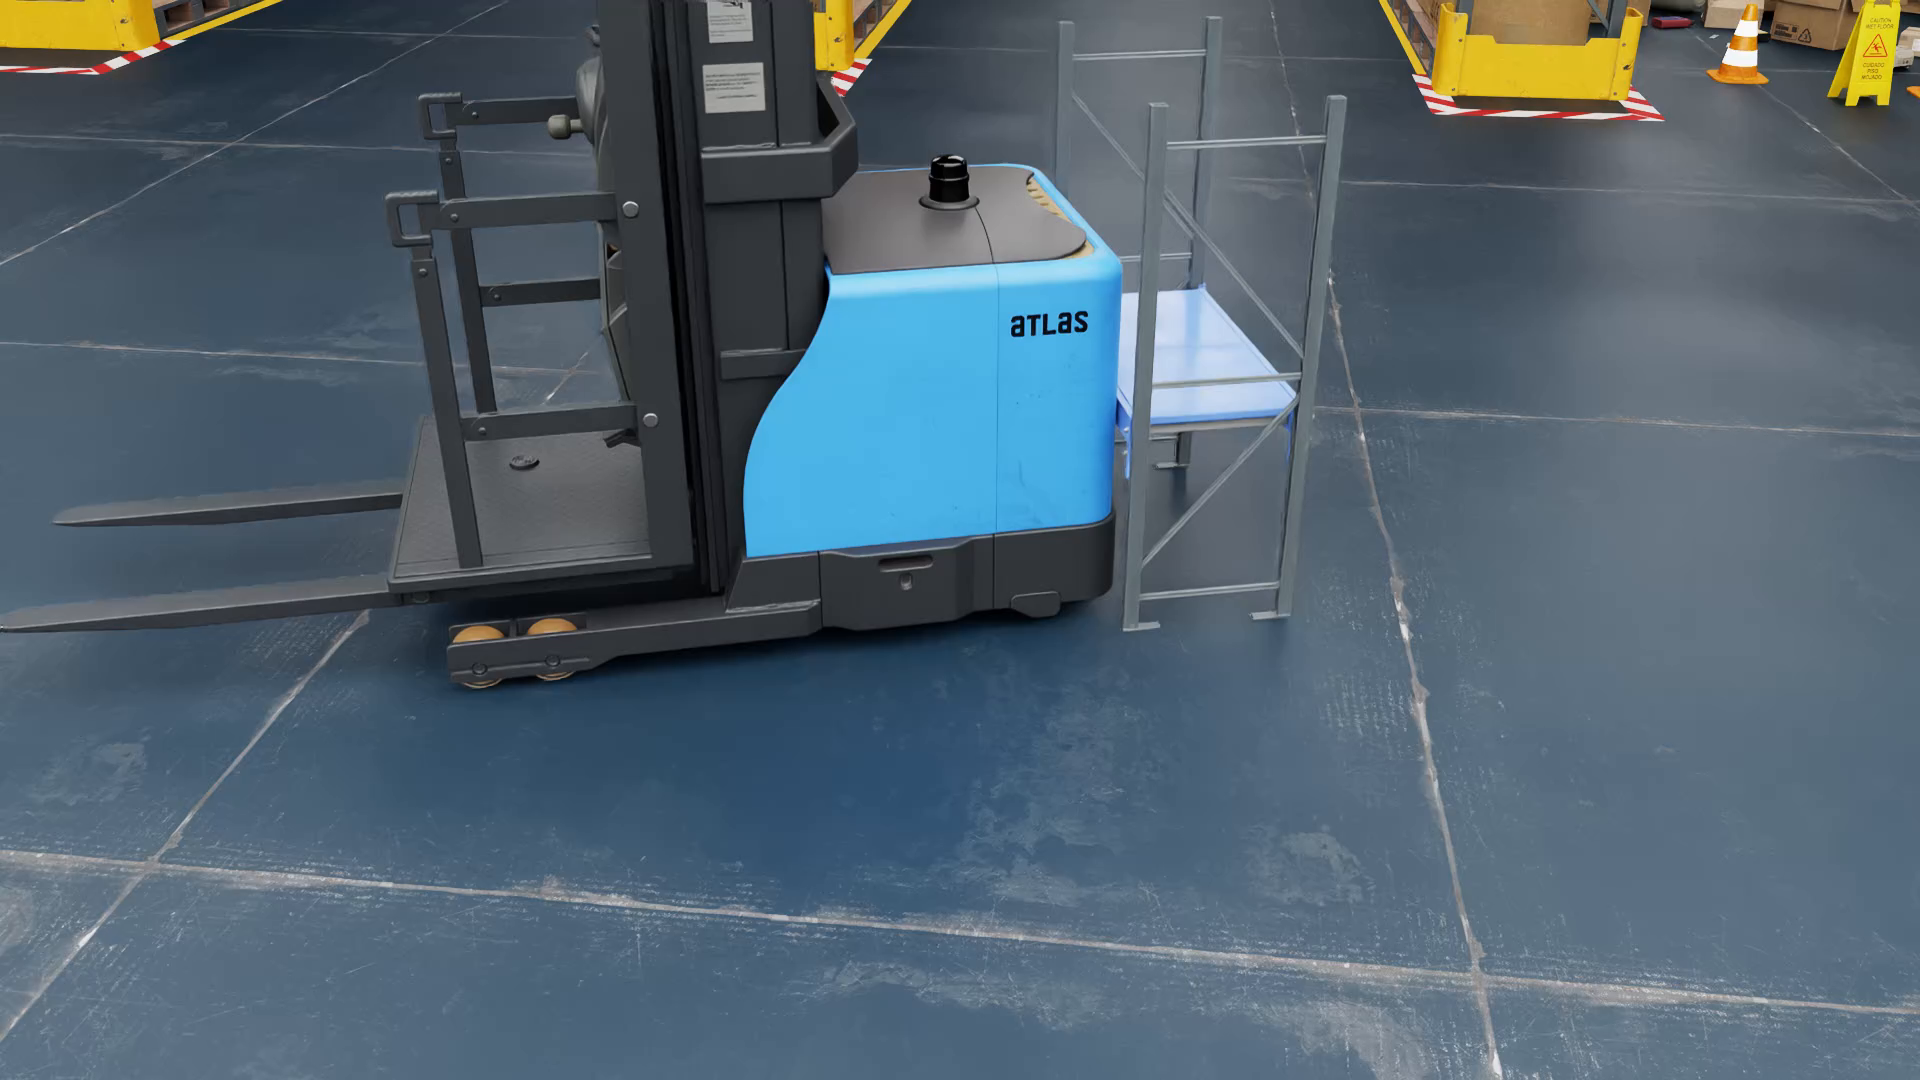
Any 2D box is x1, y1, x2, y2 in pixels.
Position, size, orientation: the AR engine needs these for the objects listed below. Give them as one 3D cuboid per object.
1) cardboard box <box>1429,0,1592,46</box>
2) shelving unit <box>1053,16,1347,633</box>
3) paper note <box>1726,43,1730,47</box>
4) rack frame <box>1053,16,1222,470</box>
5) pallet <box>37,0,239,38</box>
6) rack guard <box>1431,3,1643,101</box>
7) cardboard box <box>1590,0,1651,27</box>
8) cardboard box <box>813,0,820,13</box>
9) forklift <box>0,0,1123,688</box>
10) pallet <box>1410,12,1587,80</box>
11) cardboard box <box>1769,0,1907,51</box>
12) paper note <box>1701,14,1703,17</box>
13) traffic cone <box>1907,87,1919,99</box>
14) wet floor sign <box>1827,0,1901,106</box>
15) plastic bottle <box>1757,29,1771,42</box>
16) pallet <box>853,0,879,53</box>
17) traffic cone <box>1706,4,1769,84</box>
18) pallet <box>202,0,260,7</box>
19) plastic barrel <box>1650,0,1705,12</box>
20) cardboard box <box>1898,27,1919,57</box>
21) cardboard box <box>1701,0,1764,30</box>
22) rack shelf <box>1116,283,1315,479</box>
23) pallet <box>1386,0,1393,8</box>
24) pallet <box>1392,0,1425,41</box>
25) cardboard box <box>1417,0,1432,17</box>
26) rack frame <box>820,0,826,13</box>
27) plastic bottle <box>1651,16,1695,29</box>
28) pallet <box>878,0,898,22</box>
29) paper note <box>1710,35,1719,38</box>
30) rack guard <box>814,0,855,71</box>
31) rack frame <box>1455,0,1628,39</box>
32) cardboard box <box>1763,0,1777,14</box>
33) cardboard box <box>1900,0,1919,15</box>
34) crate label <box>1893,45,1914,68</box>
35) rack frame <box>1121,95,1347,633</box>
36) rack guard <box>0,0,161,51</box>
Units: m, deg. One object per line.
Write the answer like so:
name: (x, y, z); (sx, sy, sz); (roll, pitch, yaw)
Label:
cardboard box: (3.610, -3.739, 10.825); (0.875, 0.875, 0.875); (4, 29, 6)
shelving unit: (0.626, -0.660, 4.894); (0.538, 1.500, 1.048); (-5, 29, -8)
paper note: (5.464, -3.478, 11.676); (0.144, 0.017, 0.142); (14, 31, 24)
rack frame: (0.541, -0.898, 5.335); (0.500, 1.500, 0.032); (-5, 29, -8)
pallet: (-6.166, -3.983, 12.421); (1.003, 0.211, 1.213); (3, 28, 6)
rack guard: (3.589, -3.055, 10.393); (1.175, 0.500, 0.348); (3, 28, 6)
cardboard box: (4.911, -4.160, 12.441); (0.500, 0.500, 0.500); (8, 29, 15)
cardboard box: (-1.225, -3.880, 11.481); (0.500, 0.500, 0.500); (9, 30, 16)
forklift: (-1.124, -1.163, 4.318); (3.031, 2.935, 1.130); (-6, 29, -10)
pallet: (3.613, -3.320, 11.189); (1.003, 0.211, 1.213); (3, 28, 6)
cardboard box: (6.220, -3.801, 11.775); (0.797, 0.503, 0.637); (-17, 33, -29)
paper note: (5.732, -3.993, 12.638); (0.172, 0.023, 0.155); (14, 31, 24)
traffic cone: (6.147, -2.991, 10.314); (0.336, 0.463, 0.334); (3, 28, 6)
wet floor sign: (5.554, -3.001, 10.140); (0.267, 0.644, 0.232); (-1, 28, -3)
plastic bottle: (5.665, -3.628, 11.920); (0.133, 0.061, 0.283); (-6, 29, -11)
pallet: (-1.174, -3.691, 11.878); (1.003, 0.211, 1.213); (3, 28, 6)
traffic cone: (5.067, -3.217, 10.733); (0.336, 0.463, 0.334); (3, 28, 6)
pallet: (-6.014, -4.556, 13.484); (1.003, 0.211, 1.213); (3, 28, 6)
plastic barrel: (5.466, -4.292, 12.770); (0.421, 0.421, 0.512); (-24, 36, -37)
cardboard box: (6.673, -3.405, 11.414); (0.380, 0.149, 0.250); (20, 34, 32)
cardboard box: (5.700, -3.929, 12.264); (0.396, 0.266, 0.258); (8, 29, 15)
rack shelf: (0.626, -0.502, 4.979); (0.538, 0.185, 1.000); (-5, 29, -8)
pallet: (3.912, -4.468, 13.321); (1.003, 0.211, 1.213); (3, 28, 6)
pallet: (3.765, -3.892, 12.252); (1.003, 0.211, 1.213); (3, 28, 6)
cardboard box: (3.716, -4.153, 11.594); (0.875, 0.875, 0.875); (3, 28, 5)
rack frame: (-1.318, -4.502, 10.444); (1.000, 3.000, 0.127); (3, 28, 6)
plastic bottle: (5.274, -3.825, 12.286); (0.283, 0.061, 0.133); (-6, 29, -11)
pallet: (-1.022, -4.263, 12.941); (1.003, 0.211, 1.213); (3, 28, 6)
paper note: (5.426, -3.623, 11.964); (0.032, 0.001, 0.123); (20, 34, 32)
rack guard: (-1.309, -3.437, 11.103); (1.175, 0.500, 0.348); (3, 28, 6)
rack frame: (3.592, -4.166, 9.821); (1.000, 3.000, 0.127); (3, 28, 6)
cardboard box: (6.326, -4.302, 12.561); (0.797, 0.637, 0.503); (3, 28, 6)
cardboard box: (7.526, -4.284, 12.673); (0.500, 0.500, 0.500); (-24, 36, -37)
crate label: (6.181, -3.222, 11.085); (0.250, 0.136, 0.298); (-11, 30, -20)
rack frame: (0.711, -0.422, 4.453); (0.500, 1.500, 0.032); (-5, 29, -8)
rack guard: (-6.271, -3.728, 11.643); (1.175, 0.500, 0.348); (3, 28, 6)
